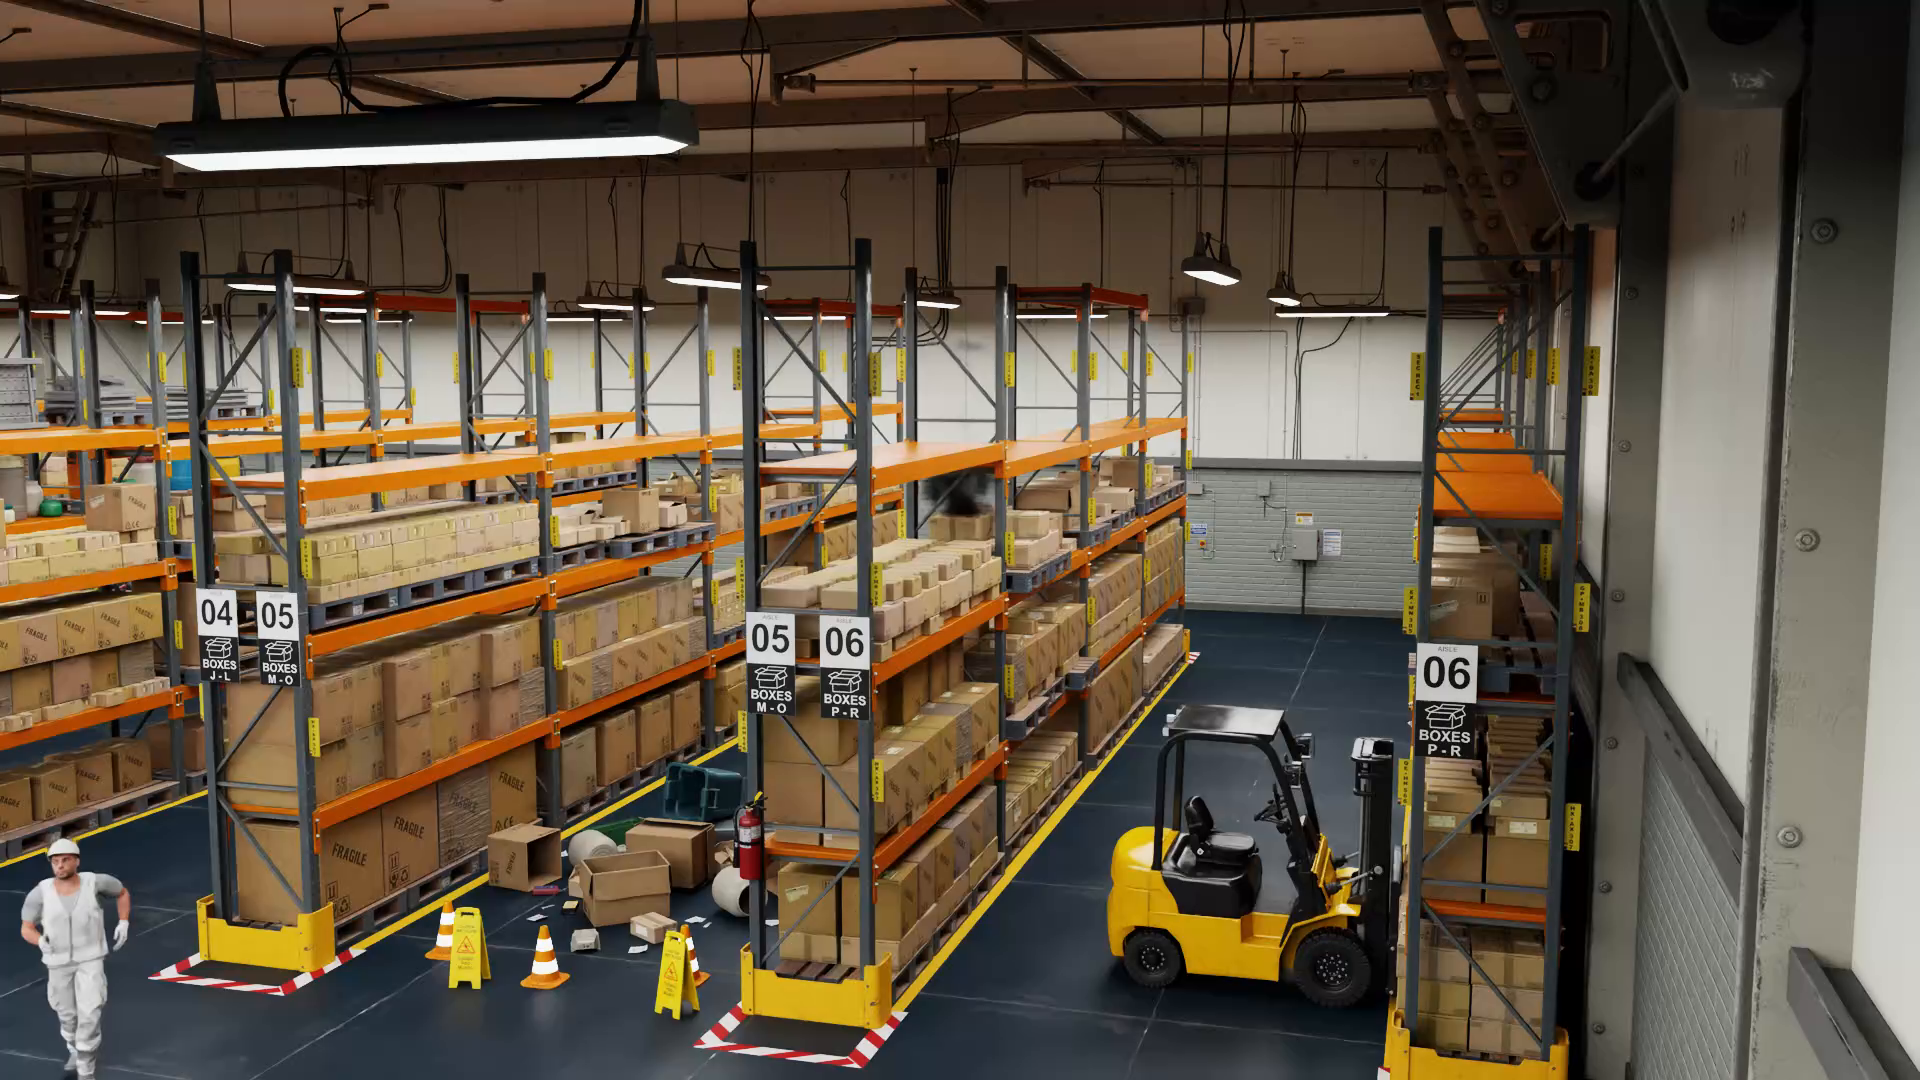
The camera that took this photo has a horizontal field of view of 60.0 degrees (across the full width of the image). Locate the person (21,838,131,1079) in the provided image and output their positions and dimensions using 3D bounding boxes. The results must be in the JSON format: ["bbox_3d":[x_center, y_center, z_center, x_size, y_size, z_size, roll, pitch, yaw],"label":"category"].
[{"bbox_3d":[-6.224,2.988,11.723,0.666,1.802,0.765,-2,7,-19],"label":"person"}]
